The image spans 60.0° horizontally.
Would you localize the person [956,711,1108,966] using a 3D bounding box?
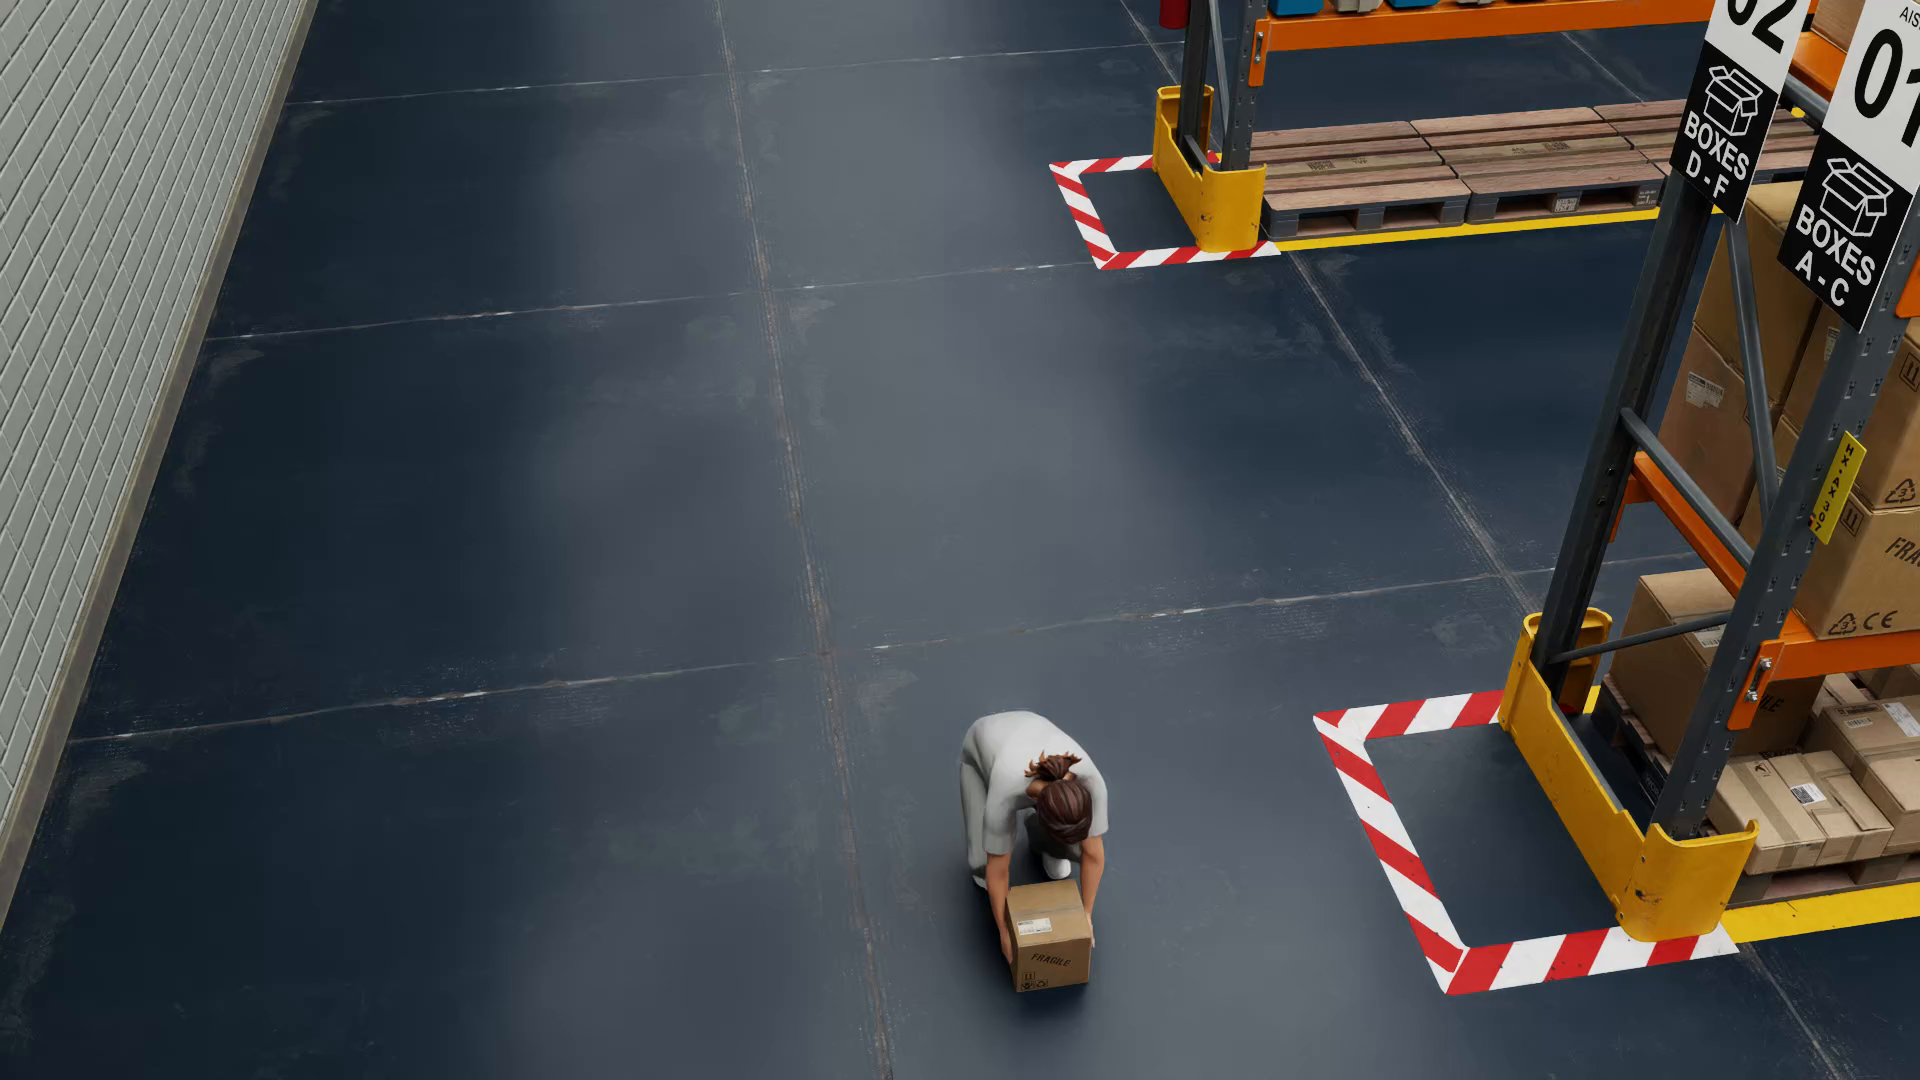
[{"bbox_3d":[0.239,0.926,5.704,0.477,0.802,0.801,-6,39,-8],"label":"person"}]
